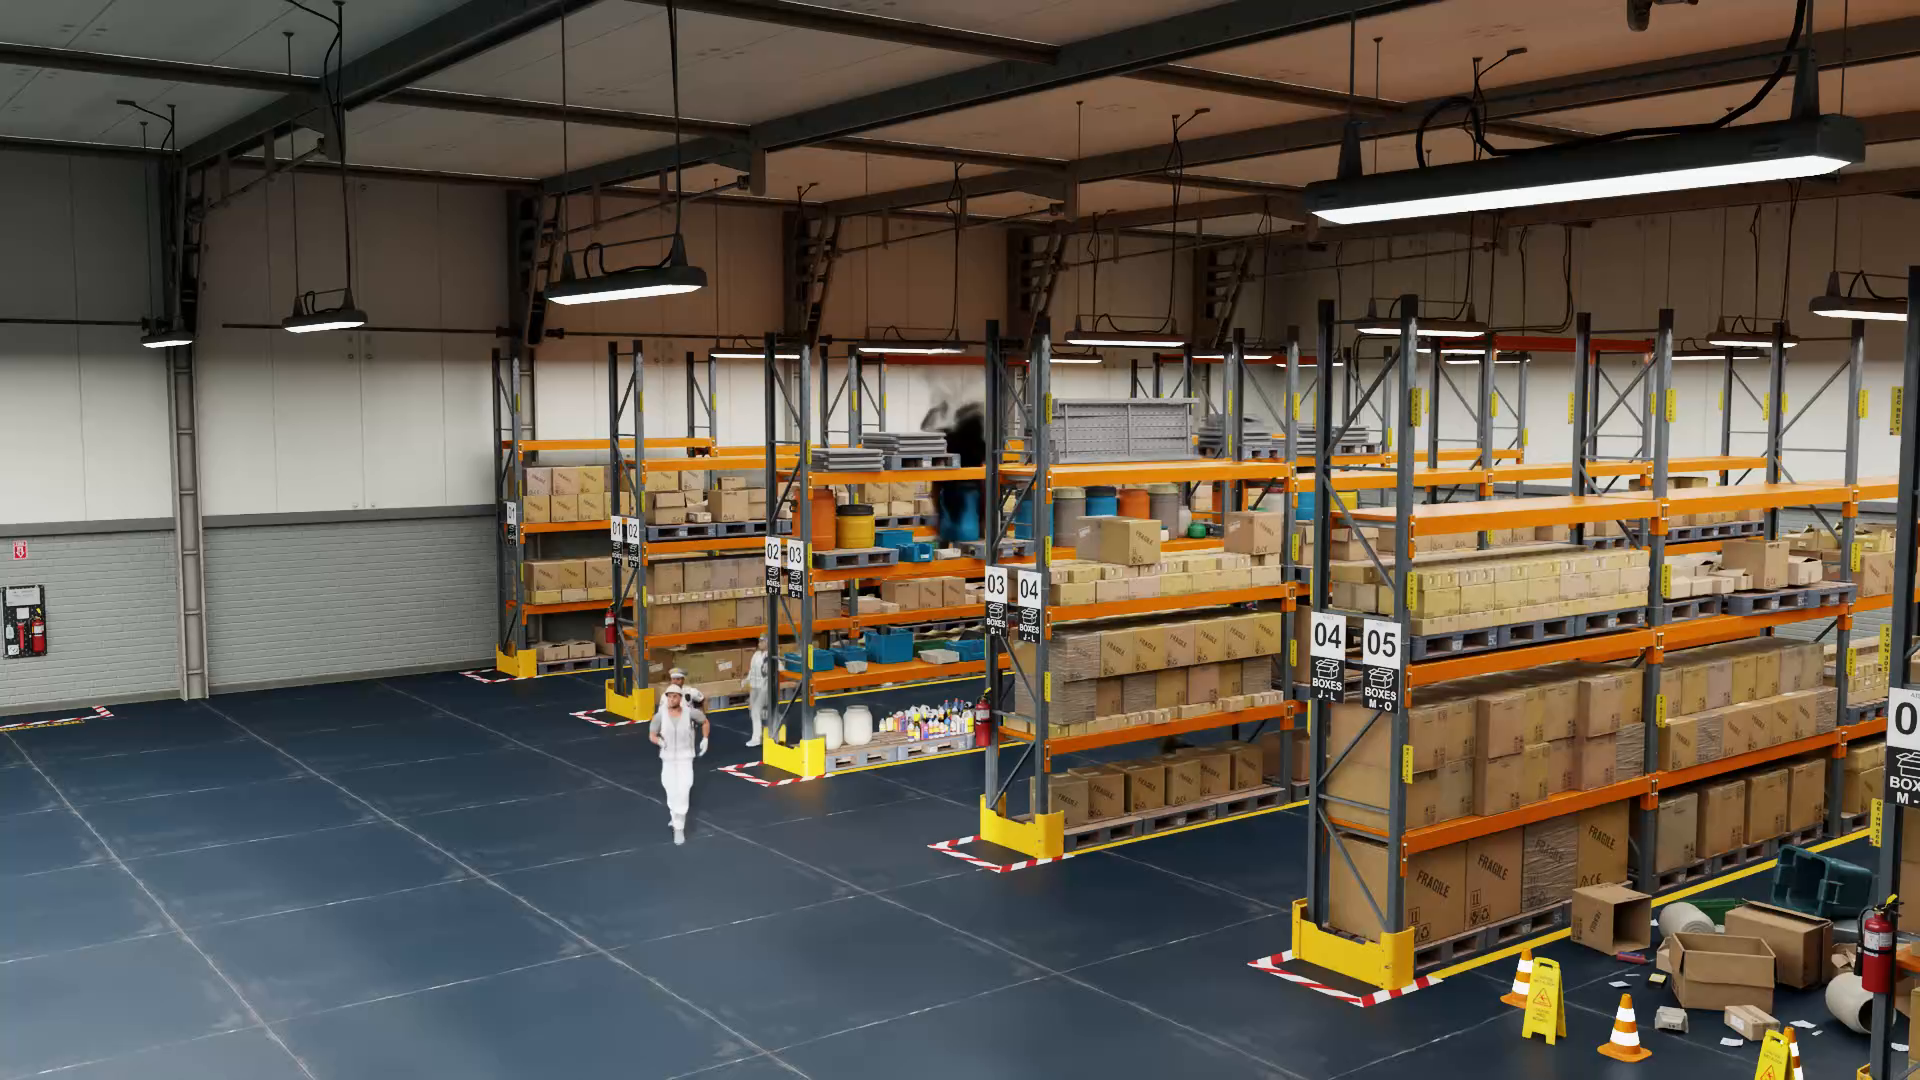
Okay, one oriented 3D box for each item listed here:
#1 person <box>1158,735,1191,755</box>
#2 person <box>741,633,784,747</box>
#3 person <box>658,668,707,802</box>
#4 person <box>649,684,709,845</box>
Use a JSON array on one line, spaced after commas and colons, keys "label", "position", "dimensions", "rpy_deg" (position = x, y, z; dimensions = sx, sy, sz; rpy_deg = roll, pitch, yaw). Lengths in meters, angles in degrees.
[{"label": "person", "position": [2.869, 2.332, 22.406], "dimensions": [0.927, 1.740, 0.698], "rpy_deg": [-5, 7, -43]}, {"label": "person", "position": [-2.899, 2.186, 24.526], "dimensions": [0.615, 1.644, 0.725], "rpy_deg": [4, 6, 39]}, {"label": "person", "position": [-3.535, 2.467, 21.191], "dimensions": [0.588, 1.734, 0.875], "rpy_deg": [0, 5, 0]}, {"label": "person", "position": [-3.290, 2.588, 19.413], "dimensions": [0.669, 1.820, 0.792], "rpy_deg": [0, 5, 0]}]
